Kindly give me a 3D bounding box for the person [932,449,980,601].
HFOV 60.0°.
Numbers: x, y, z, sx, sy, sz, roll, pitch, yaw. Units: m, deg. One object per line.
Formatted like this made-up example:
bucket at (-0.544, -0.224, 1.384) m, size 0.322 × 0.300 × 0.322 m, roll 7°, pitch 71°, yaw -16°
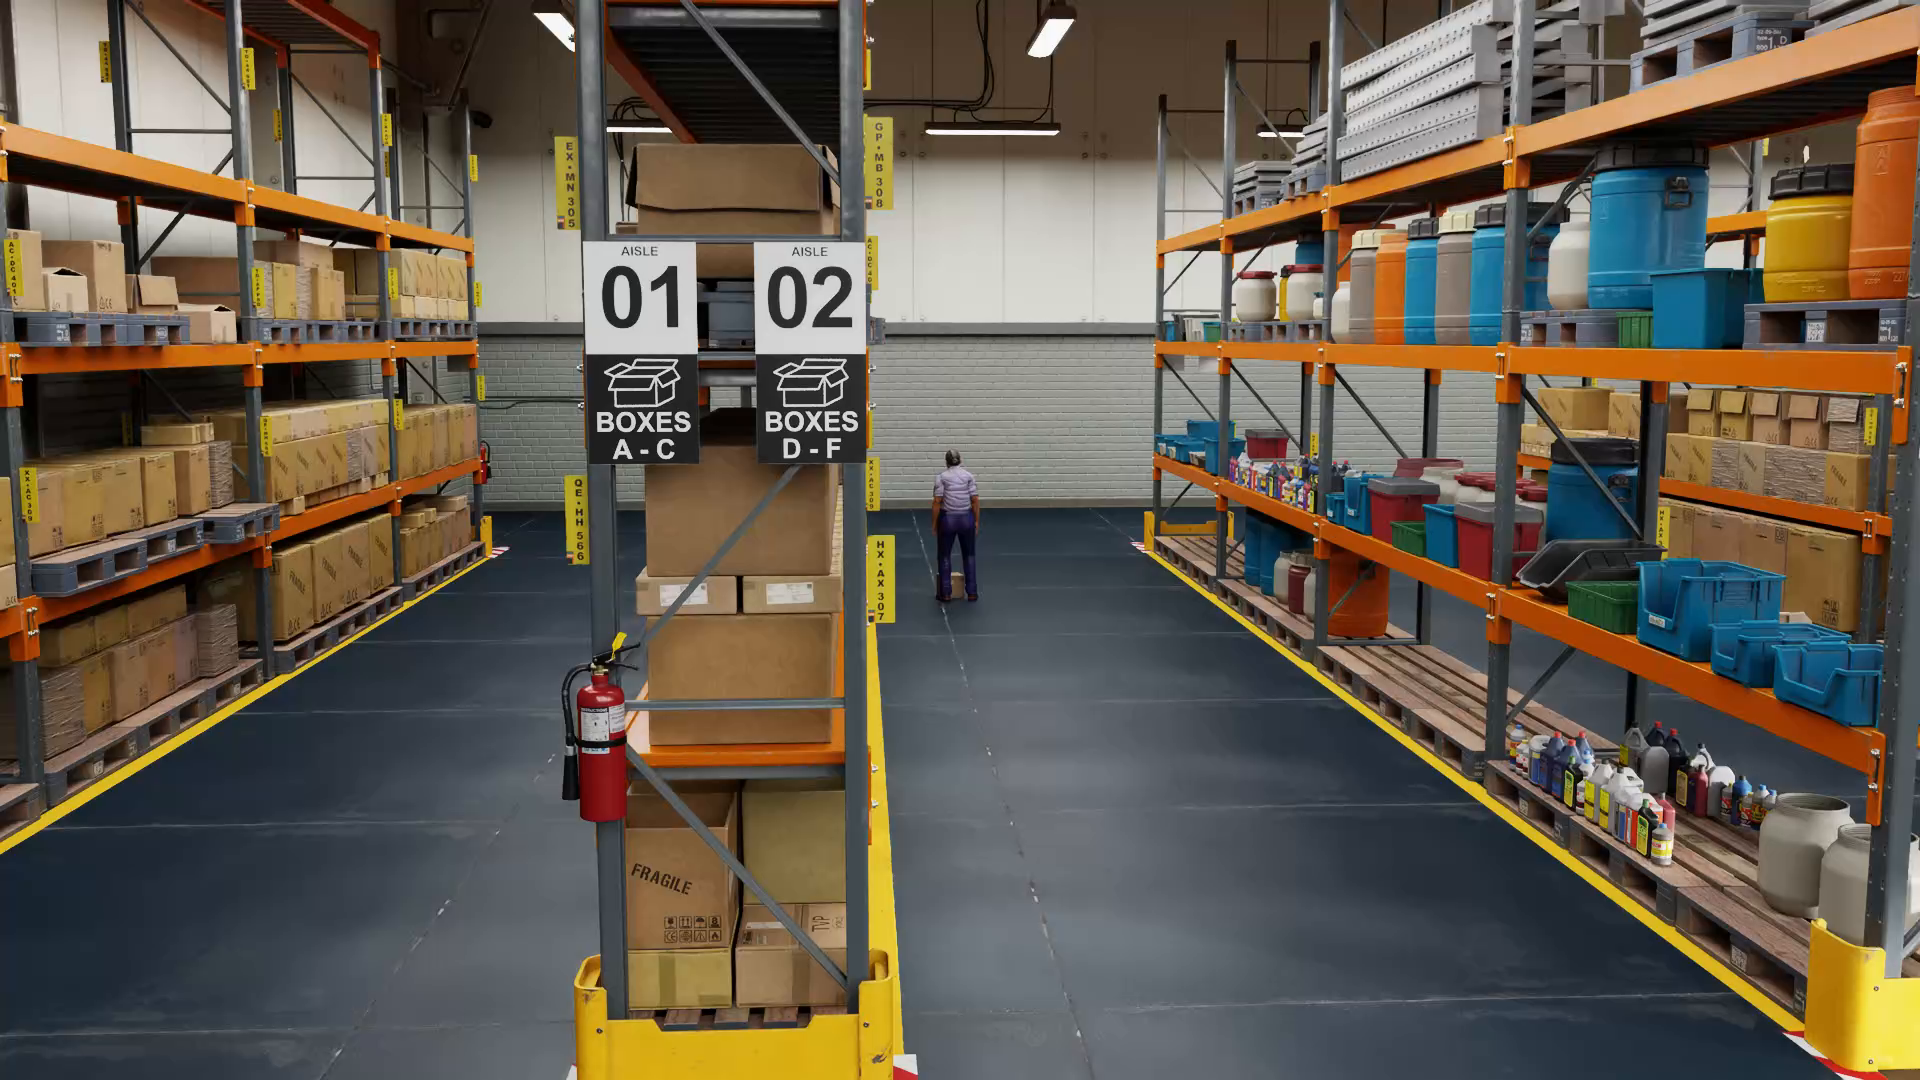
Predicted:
person at (-0.041, -0.156, 18.123) m, size 0.538 × 1.637 × 0.377 m, roll -1°, pitch 7°, yaw -11°
